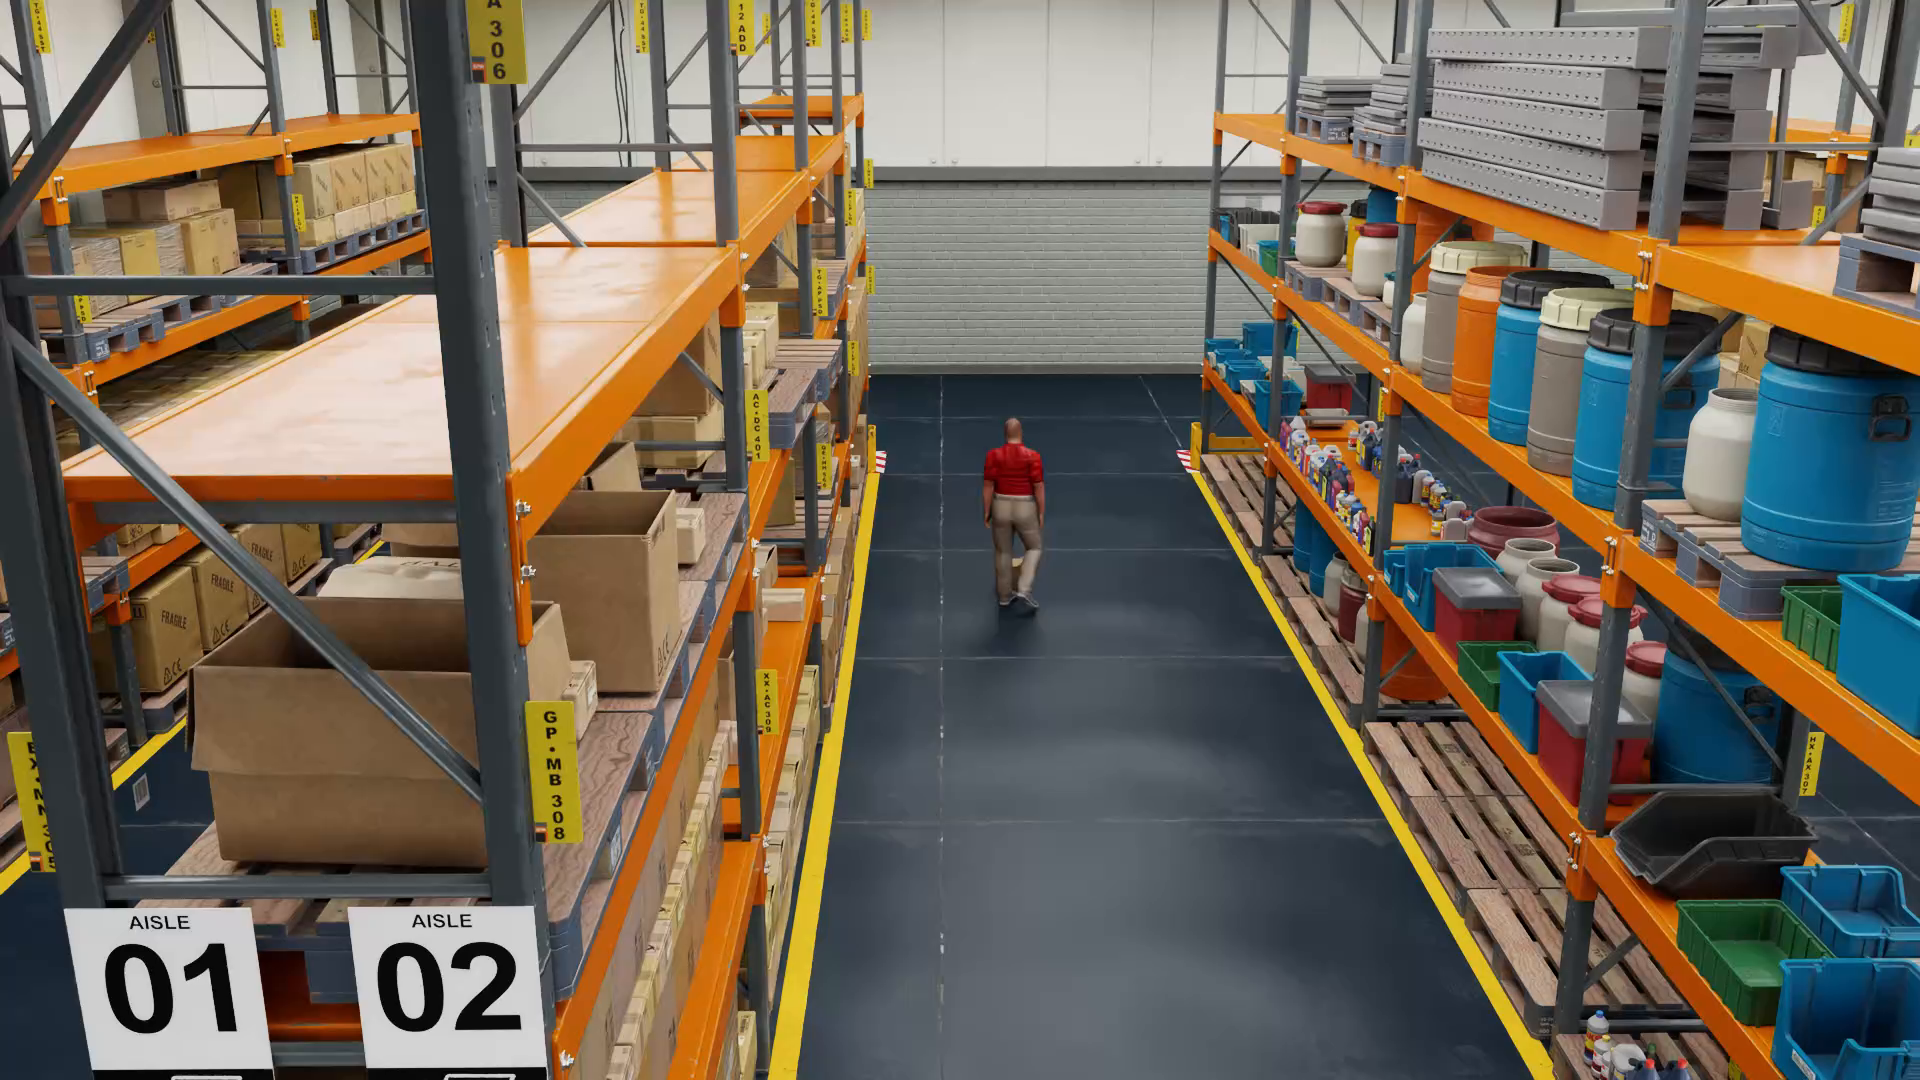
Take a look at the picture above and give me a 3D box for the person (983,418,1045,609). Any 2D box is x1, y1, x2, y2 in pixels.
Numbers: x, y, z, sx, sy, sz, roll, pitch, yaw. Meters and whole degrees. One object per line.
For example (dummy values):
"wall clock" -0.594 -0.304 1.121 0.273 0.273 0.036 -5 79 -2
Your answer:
"person" 0.478 -0.234 14.781 0.551 1.720 0.577 3 17 10
